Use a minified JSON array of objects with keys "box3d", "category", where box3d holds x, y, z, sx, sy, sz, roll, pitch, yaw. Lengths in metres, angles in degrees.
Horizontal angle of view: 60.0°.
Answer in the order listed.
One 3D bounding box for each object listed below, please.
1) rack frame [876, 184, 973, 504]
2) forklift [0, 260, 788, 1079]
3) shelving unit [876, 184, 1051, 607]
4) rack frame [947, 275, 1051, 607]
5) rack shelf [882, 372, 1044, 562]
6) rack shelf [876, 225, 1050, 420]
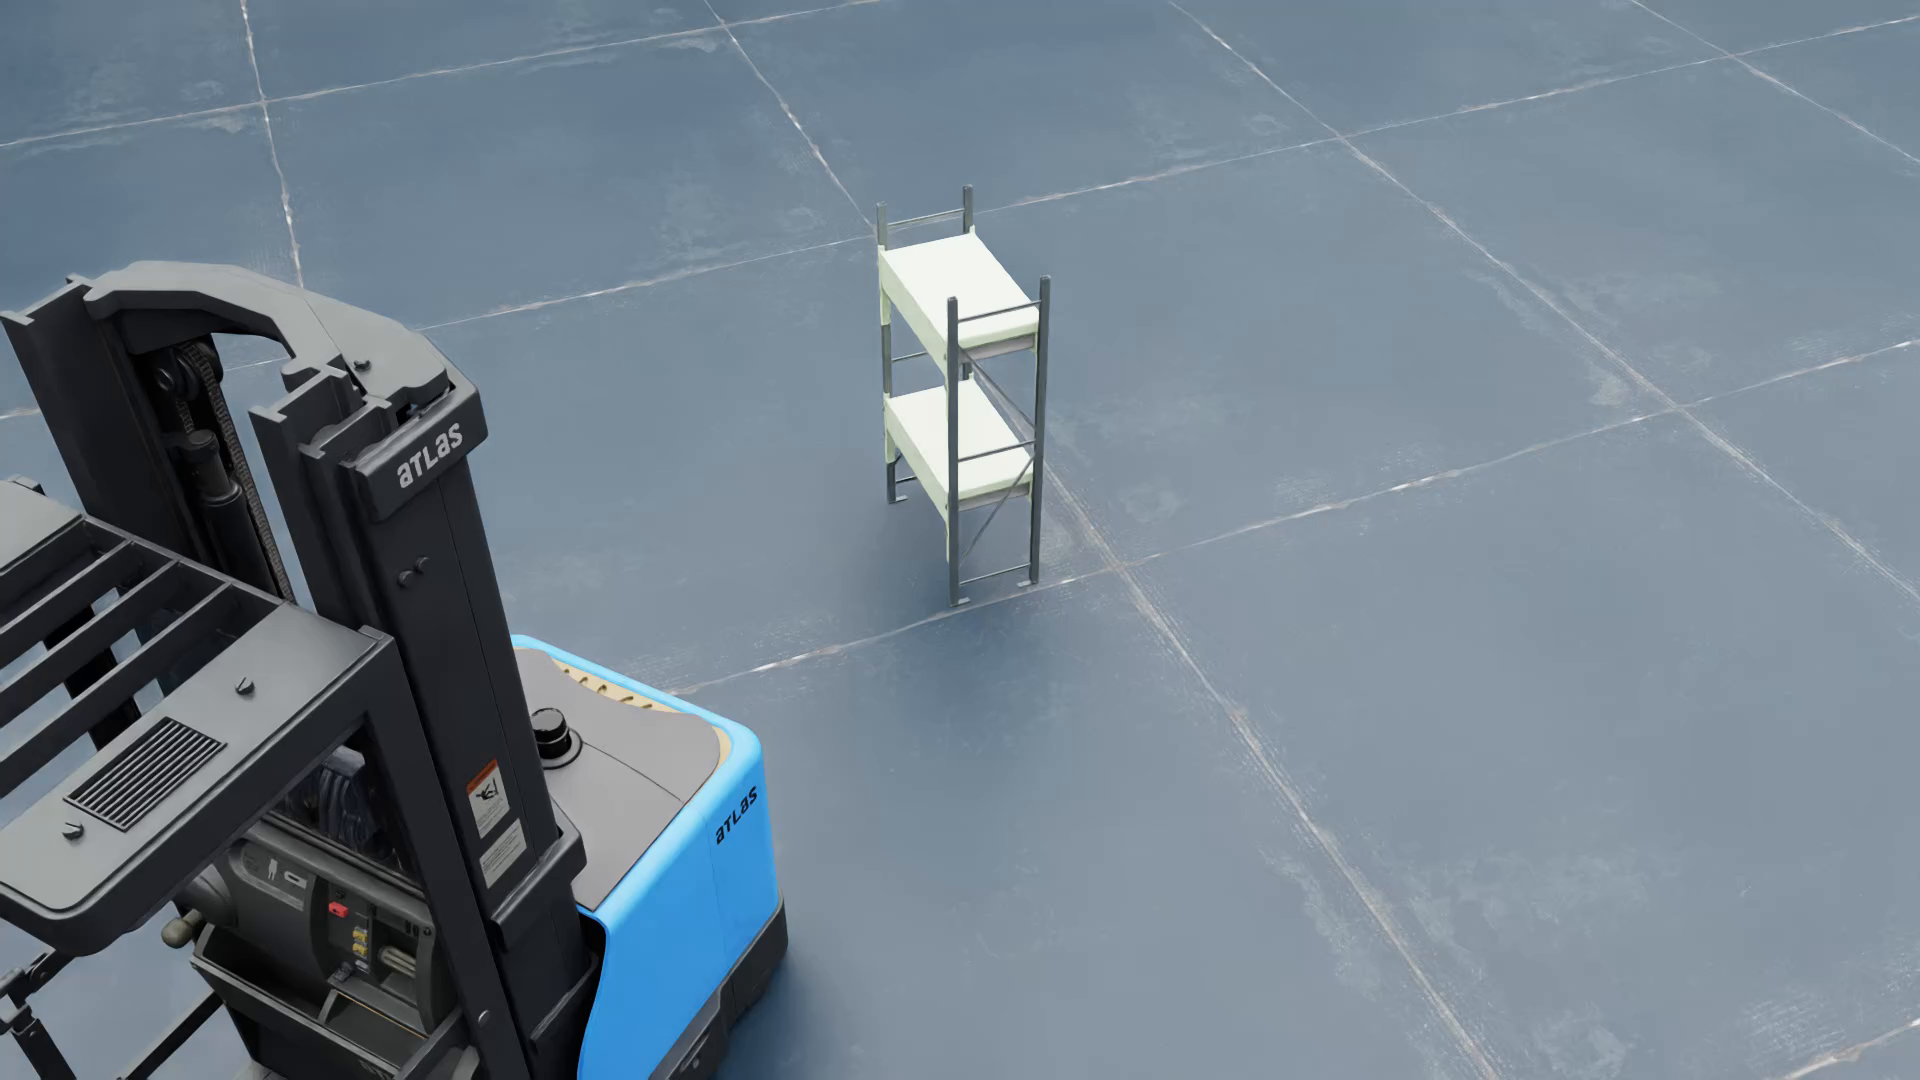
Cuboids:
[{"box3d":[-0.137,-0.785,7.013,0.400,1.500,0.023,-15,43,-17],"category":"rack frame"},{"box3d":[-1.715,0.975,3.868,1.130,2.935,3.031,19,44,21],"category":"forklift"},{"box3d":[0.003,-0.565,6.756,0.431,1.500,0.755,-15,43,-17],"category":"shelving unit"},{"box3d":[0.143,-0.344,6.500,0.400,1.500,0.023,-15,43,-17],"category":"rack frame"},{"box3d":[0.003,-0.317,6.969,0.431,0.370,0.720,-15,43,-17],"category":"rack shelf"},{"box3d":[0.003,-0.861,6.502,0.431,0.370,0.720,-15,43,-17],"category":"rack shelf"}]
